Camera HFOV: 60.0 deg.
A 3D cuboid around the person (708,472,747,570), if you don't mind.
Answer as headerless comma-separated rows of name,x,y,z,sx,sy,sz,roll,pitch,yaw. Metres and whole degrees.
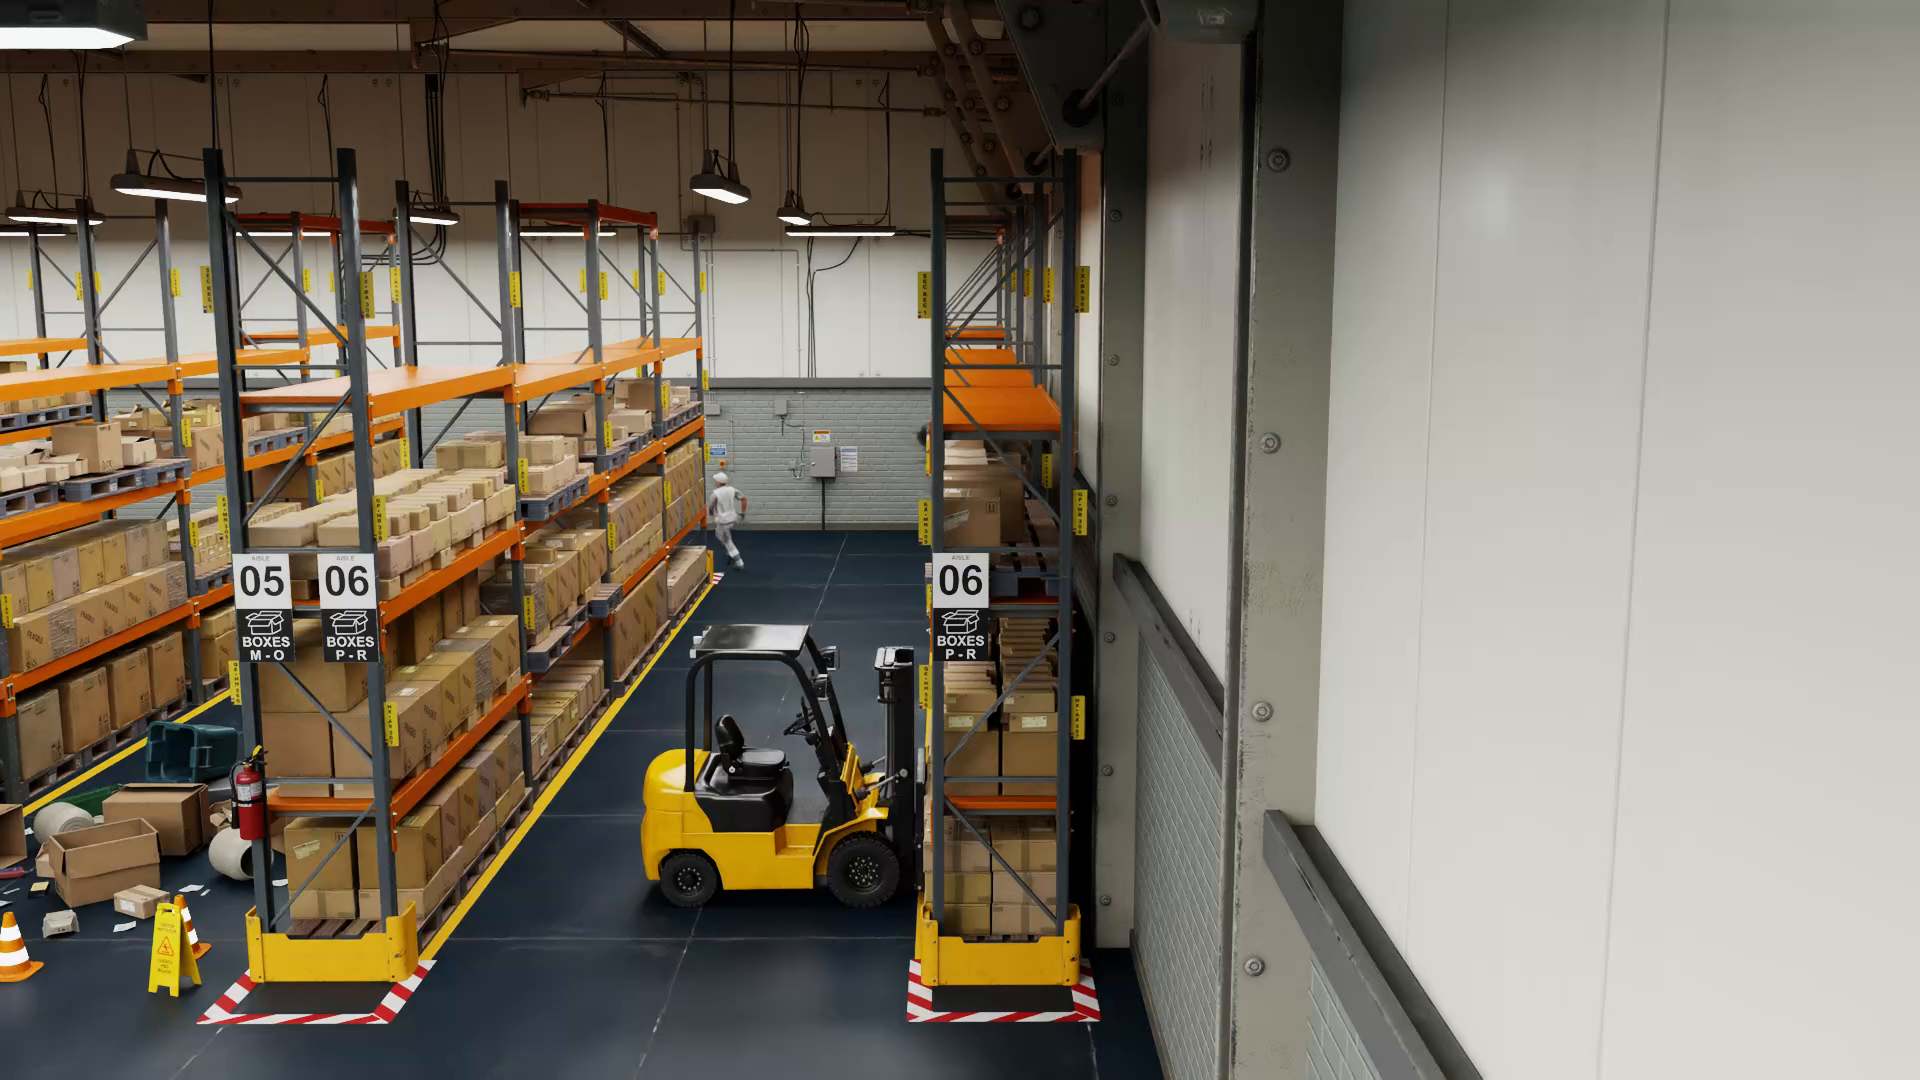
person,-4.129,-0.343,29.010,0.652,1.715,0.694,7,12,39
